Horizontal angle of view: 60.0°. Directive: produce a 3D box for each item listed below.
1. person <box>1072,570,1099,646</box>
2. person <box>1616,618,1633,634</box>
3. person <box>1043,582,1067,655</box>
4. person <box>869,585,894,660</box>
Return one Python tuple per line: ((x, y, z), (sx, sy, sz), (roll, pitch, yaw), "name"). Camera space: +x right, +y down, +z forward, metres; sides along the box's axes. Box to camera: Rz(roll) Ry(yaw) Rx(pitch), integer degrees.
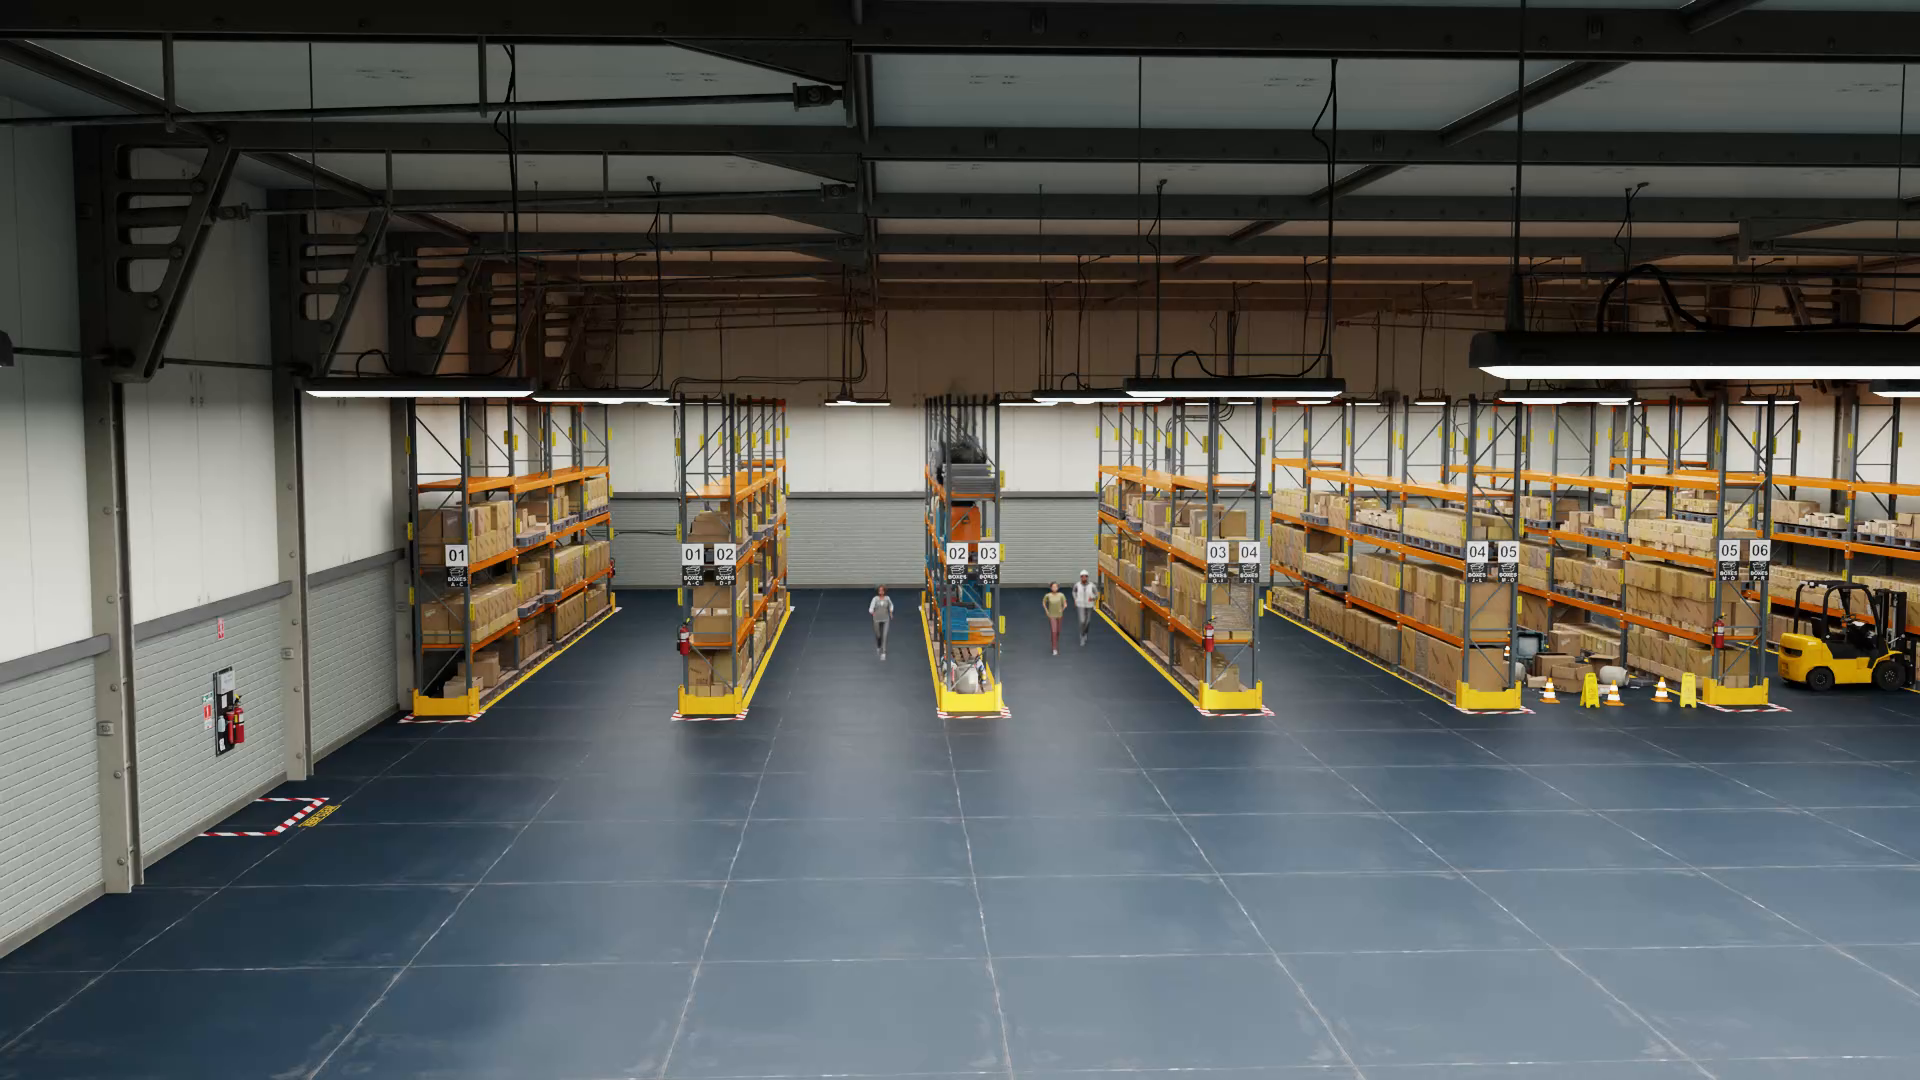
((3.060, 1.639, 40.494), (0.650, 1.823, 0.814), (0, 5, 0), "person")
((16.386, 1.656, 40.873), (0.618, 1.663, 0.597), (-1, 5, -7), "person")
((2.223, 1.806, 38.853), (0.570, 1.676, 0.864), (0, 5, -6), "person")
((-1.705, 1.785, 36.273), (0.546, 1.591, 0.739), (-1, 5, -7), "person")
